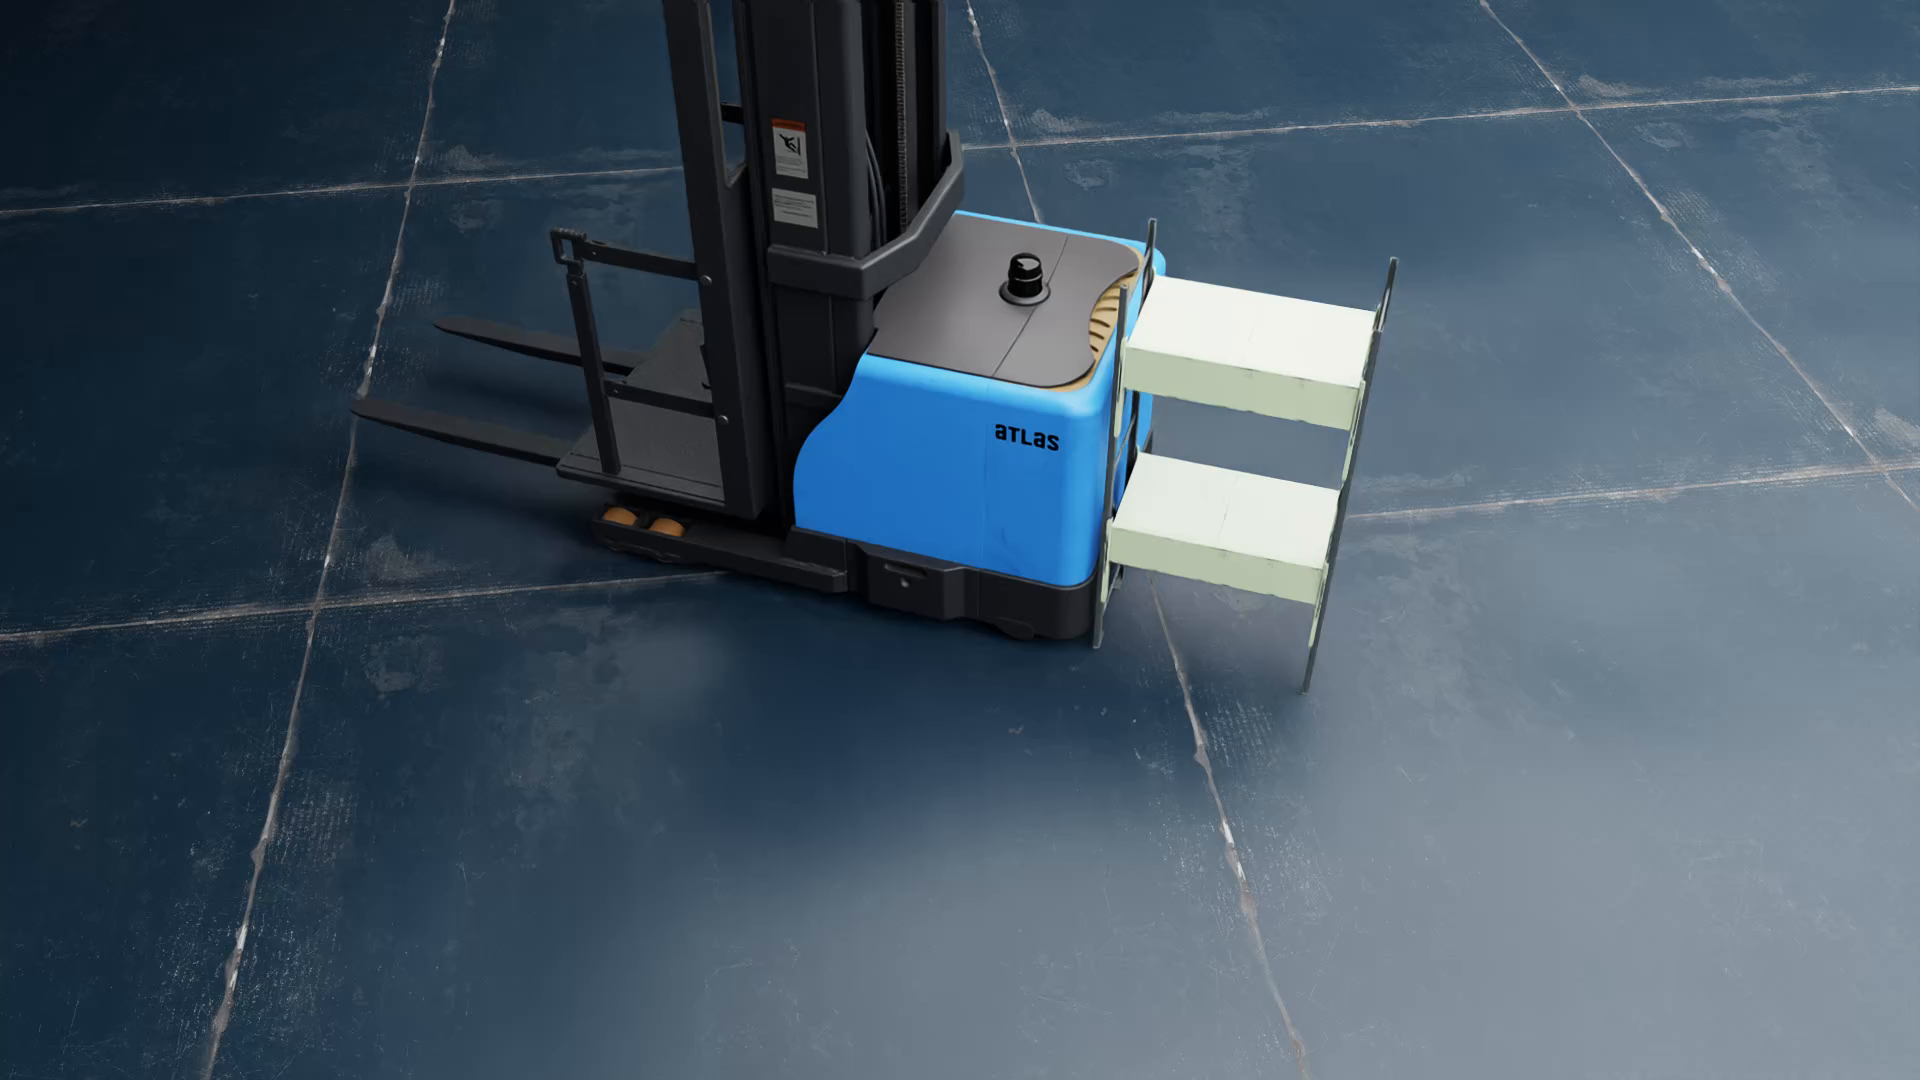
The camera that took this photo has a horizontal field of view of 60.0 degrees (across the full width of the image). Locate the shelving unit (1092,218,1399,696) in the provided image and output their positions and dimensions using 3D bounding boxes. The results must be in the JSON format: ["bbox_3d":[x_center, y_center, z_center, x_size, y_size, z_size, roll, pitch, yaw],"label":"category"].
[{"bbox_3d":[0.884,-0.229,5.384,0.755,1.500,0.431,12,43,13],"label":"shelving unit"}]

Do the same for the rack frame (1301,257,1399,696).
[{"bbox_3d":[1.233,-0.155,5.302,0.023,1.500,0.400,12,43,13],"label":"rack frame"}]

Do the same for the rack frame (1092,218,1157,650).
[{"bbox_3d":[0.534,-0.302,5.465,0.023,1.500,0.400,12,43,13],"label":"rack frame"}]

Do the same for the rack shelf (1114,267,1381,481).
[{"bbox_3d":[0.884,-0.518,5.122,0.720,0.370,0.431,12,43,13],"label":"rack shelf"}]

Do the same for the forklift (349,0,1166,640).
[{"bbox_3d":[-0.844,-1.326,5.531,3.031,2.935,1.130,13,44,14],"label":"forklift"}]

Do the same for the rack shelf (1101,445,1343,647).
[{"bbox_3d":[0.884,0.014,5.602,0.720,0.370,0.431,12,43,13],"label":"rack shelf"}]
